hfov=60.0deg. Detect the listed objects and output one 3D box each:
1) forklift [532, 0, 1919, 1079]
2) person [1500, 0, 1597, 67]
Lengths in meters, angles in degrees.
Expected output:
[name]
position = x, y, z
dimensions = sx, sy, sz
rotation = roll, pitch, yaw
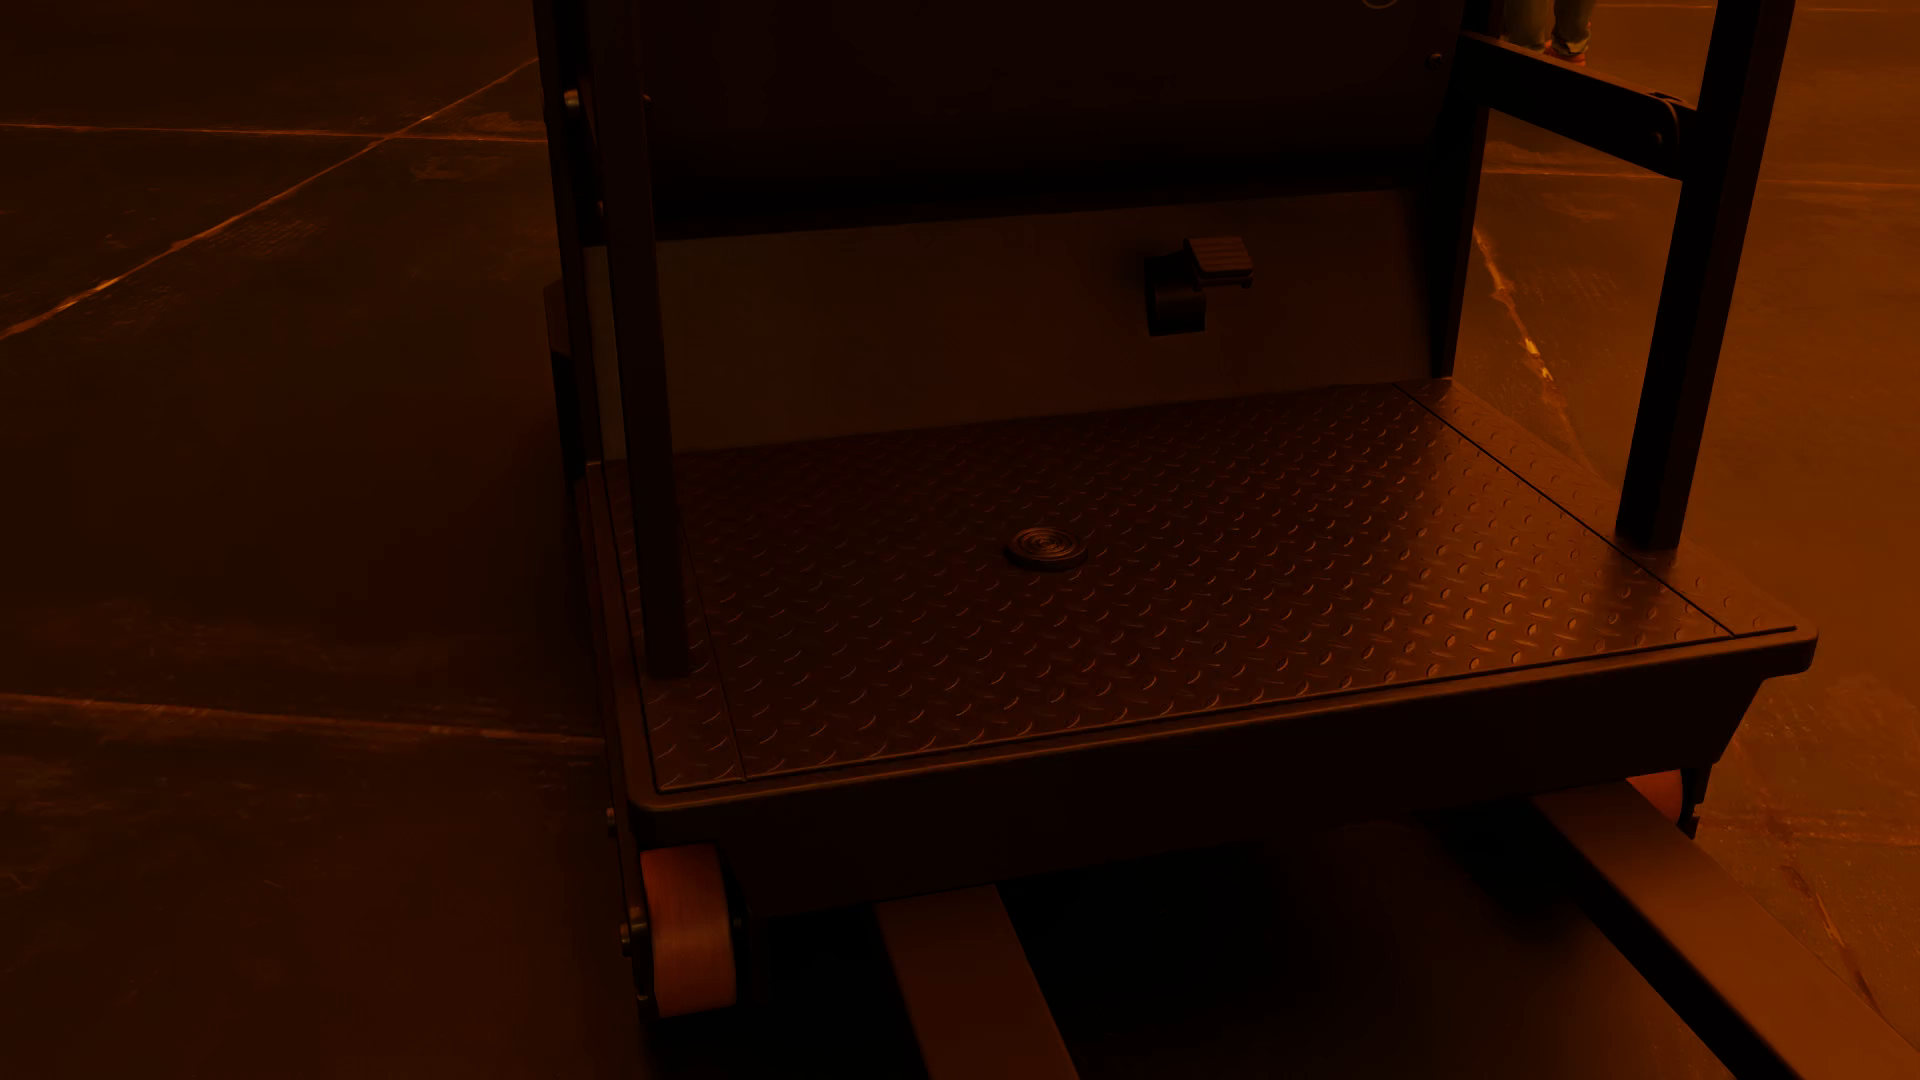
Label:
[forklift]
position = 0.153, -1.049, 1.319
dimensions = 1.130, 2.935, 3.031
rotation = -7, 27, -13
[person]
position = 1.883, -2.375, 5.267
dimensions = 0.665, 1.767, 0.576
rotation = -3, 27, -7
